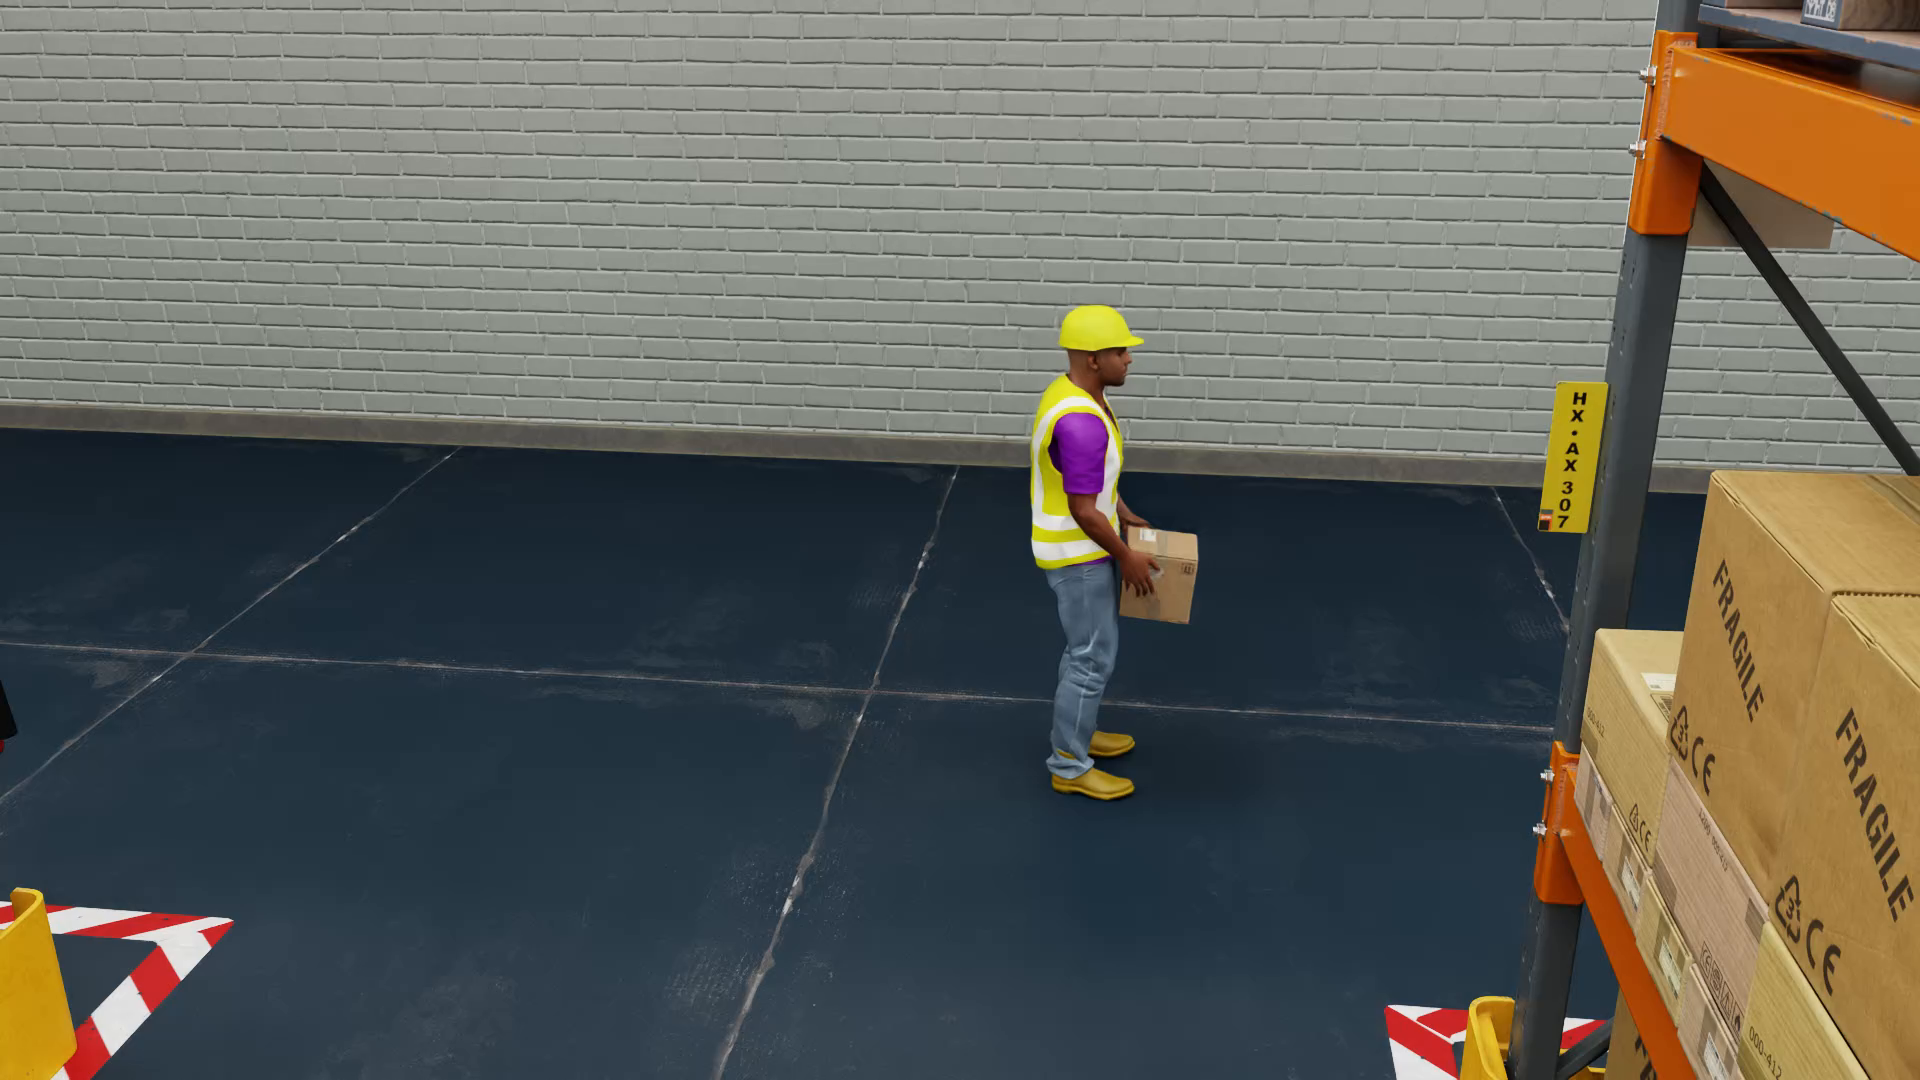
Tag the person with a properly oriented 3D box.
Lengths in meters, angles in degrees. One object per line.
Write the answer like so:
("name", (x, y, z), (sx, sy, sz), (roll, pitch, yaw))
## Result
("person", (0.481, 0.034, 5.961), (0.470, 1.767, 0.572), (2, 21, 5))
